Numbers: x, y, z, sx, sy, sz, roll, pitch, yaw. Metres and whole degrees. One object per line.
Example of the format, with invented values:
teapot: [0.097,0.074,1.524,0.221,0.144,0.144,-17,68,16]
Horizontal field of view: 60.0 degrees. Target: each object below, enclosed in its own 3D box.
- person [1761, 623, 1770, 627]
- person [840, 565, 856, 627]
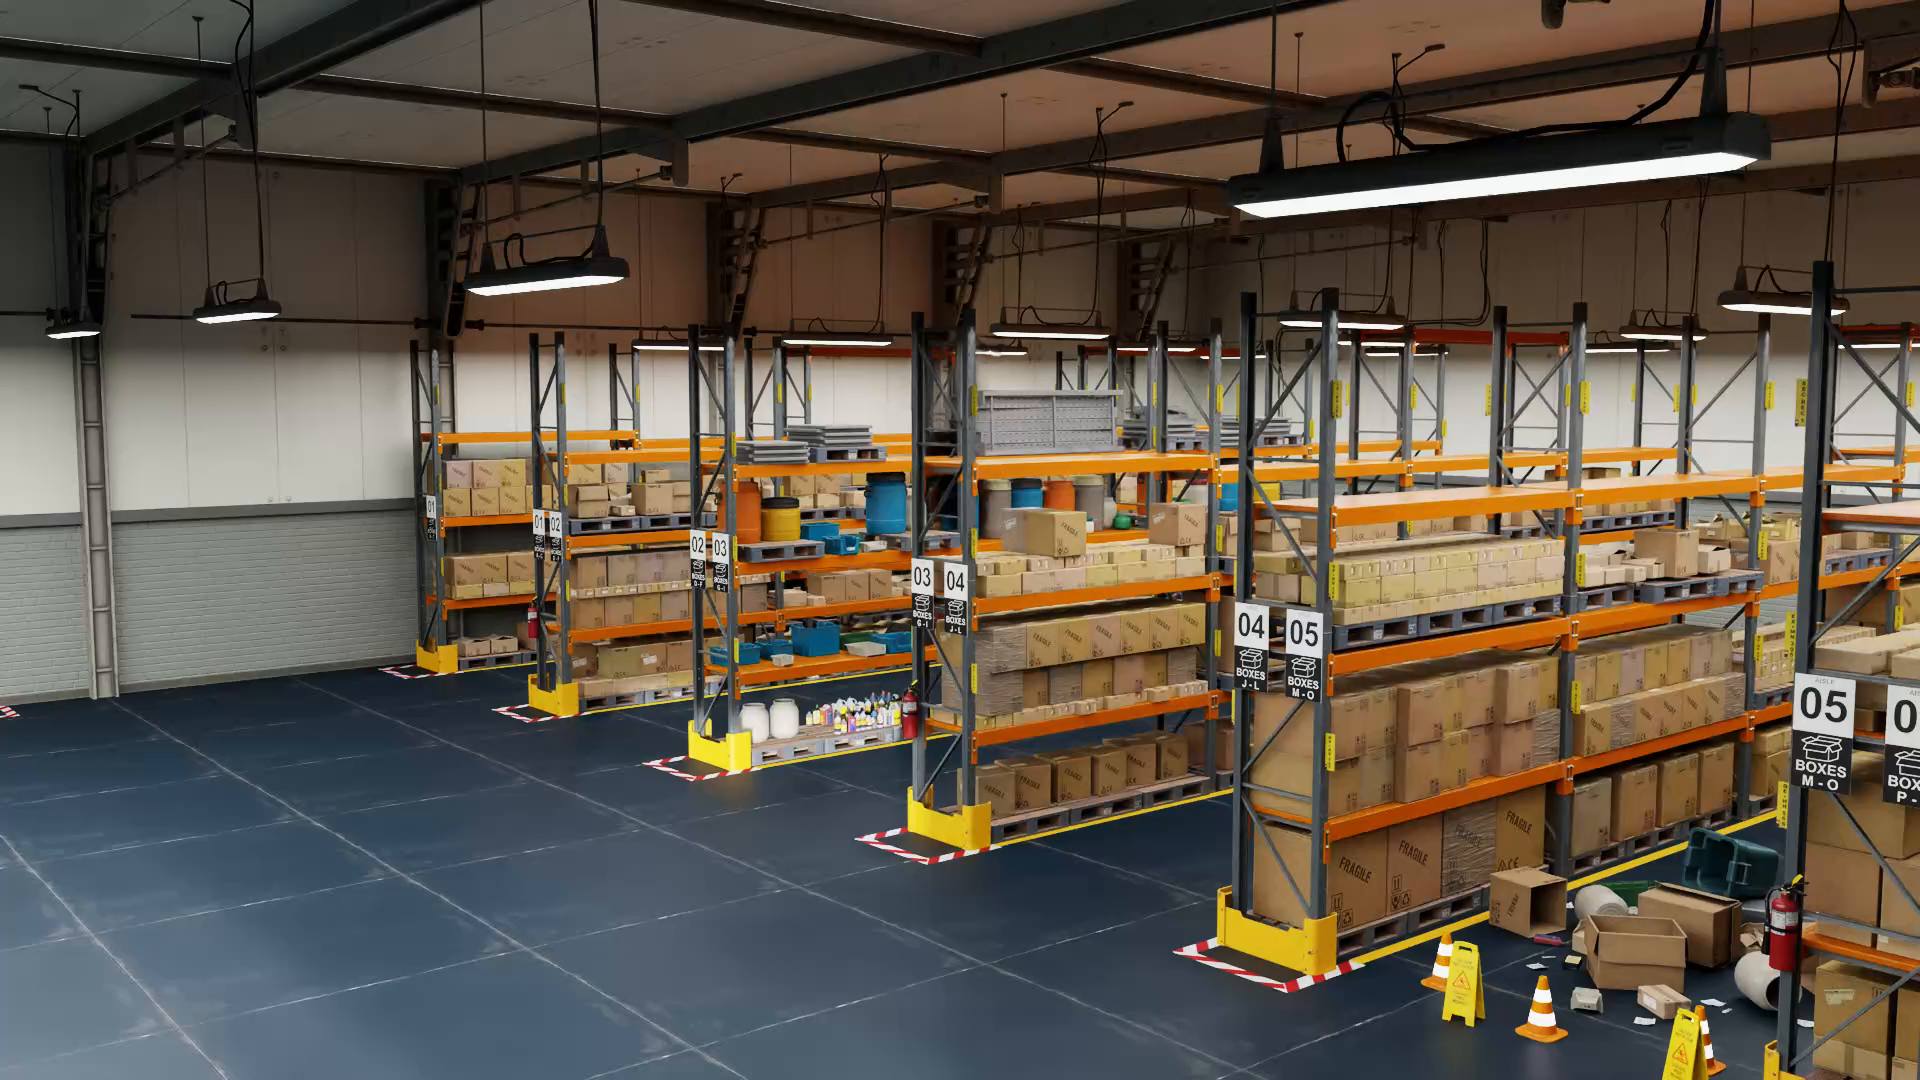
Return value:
person: [11.927,2.108,24.663,0.892,1.552,0.580,-5,7,-41]
person: [-2.214,1.292,32.920,0.669,1.687,0.591,5,7,41]
